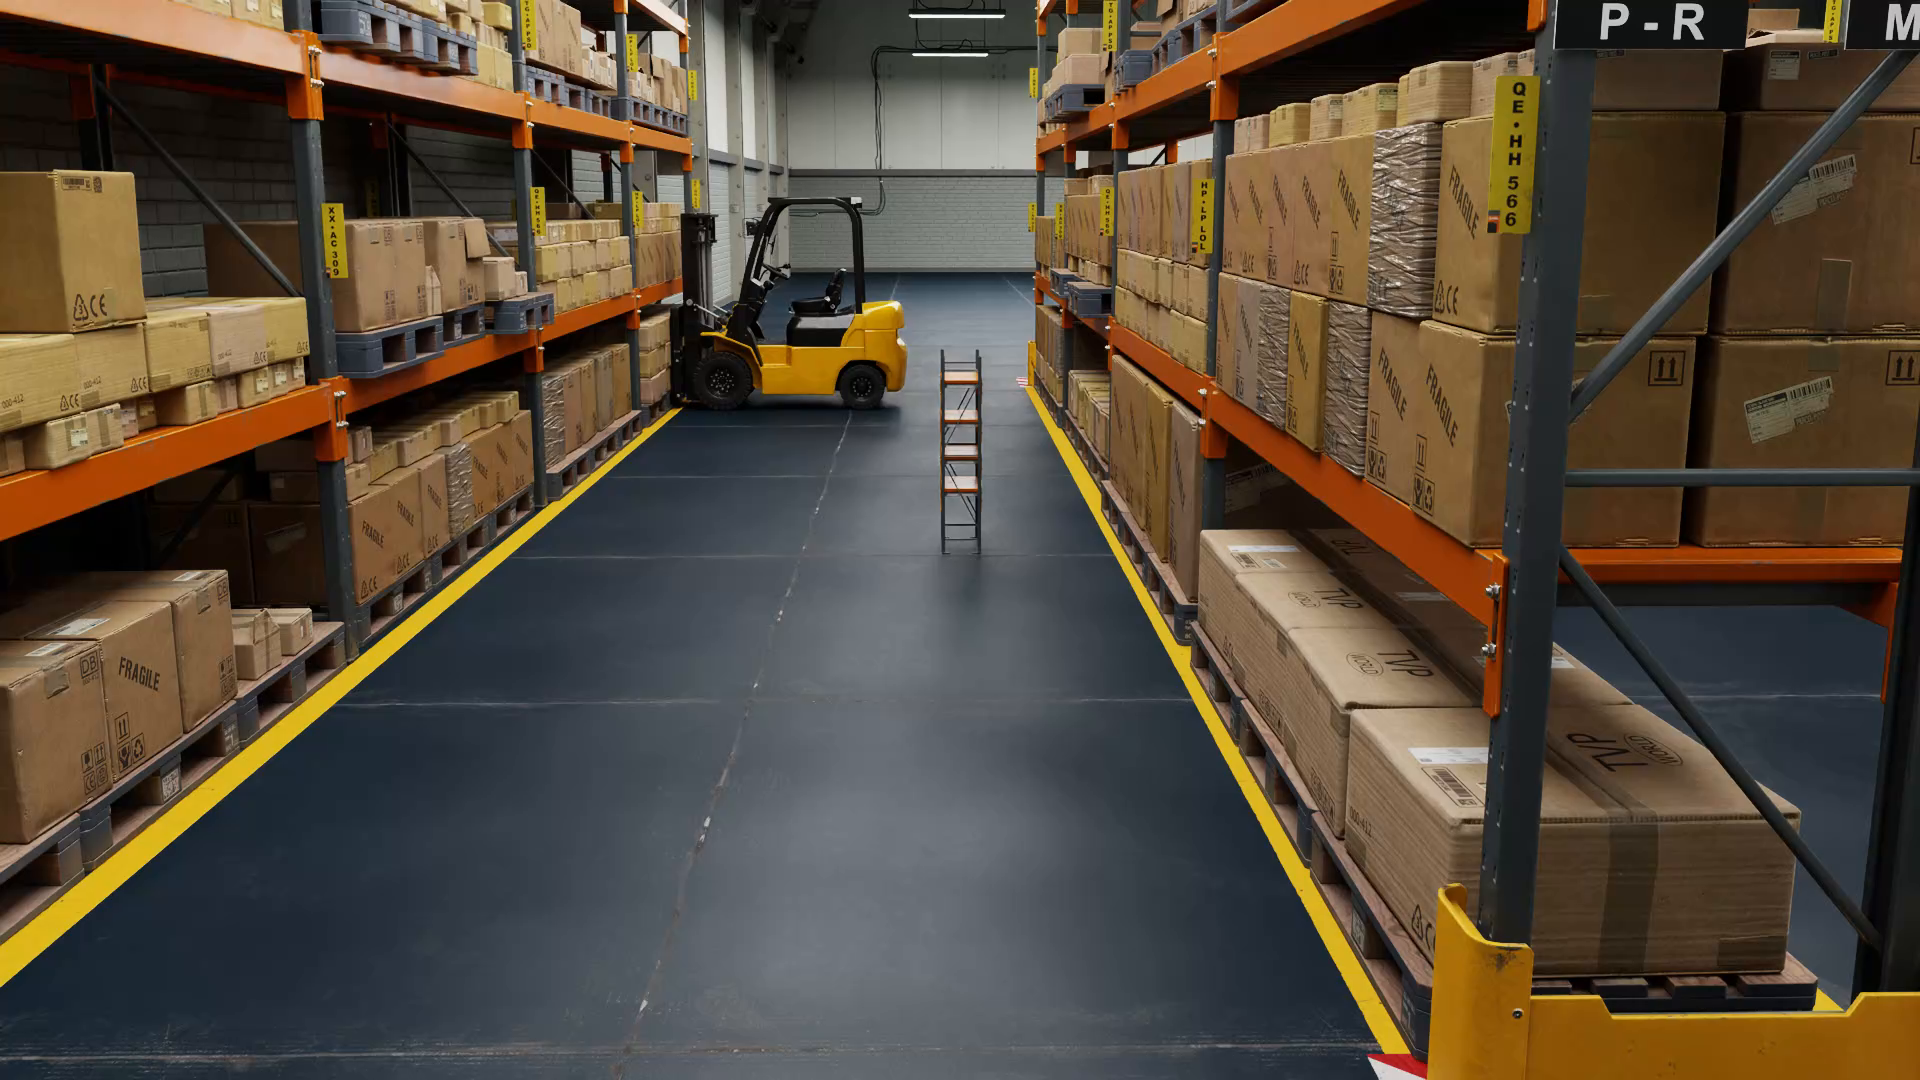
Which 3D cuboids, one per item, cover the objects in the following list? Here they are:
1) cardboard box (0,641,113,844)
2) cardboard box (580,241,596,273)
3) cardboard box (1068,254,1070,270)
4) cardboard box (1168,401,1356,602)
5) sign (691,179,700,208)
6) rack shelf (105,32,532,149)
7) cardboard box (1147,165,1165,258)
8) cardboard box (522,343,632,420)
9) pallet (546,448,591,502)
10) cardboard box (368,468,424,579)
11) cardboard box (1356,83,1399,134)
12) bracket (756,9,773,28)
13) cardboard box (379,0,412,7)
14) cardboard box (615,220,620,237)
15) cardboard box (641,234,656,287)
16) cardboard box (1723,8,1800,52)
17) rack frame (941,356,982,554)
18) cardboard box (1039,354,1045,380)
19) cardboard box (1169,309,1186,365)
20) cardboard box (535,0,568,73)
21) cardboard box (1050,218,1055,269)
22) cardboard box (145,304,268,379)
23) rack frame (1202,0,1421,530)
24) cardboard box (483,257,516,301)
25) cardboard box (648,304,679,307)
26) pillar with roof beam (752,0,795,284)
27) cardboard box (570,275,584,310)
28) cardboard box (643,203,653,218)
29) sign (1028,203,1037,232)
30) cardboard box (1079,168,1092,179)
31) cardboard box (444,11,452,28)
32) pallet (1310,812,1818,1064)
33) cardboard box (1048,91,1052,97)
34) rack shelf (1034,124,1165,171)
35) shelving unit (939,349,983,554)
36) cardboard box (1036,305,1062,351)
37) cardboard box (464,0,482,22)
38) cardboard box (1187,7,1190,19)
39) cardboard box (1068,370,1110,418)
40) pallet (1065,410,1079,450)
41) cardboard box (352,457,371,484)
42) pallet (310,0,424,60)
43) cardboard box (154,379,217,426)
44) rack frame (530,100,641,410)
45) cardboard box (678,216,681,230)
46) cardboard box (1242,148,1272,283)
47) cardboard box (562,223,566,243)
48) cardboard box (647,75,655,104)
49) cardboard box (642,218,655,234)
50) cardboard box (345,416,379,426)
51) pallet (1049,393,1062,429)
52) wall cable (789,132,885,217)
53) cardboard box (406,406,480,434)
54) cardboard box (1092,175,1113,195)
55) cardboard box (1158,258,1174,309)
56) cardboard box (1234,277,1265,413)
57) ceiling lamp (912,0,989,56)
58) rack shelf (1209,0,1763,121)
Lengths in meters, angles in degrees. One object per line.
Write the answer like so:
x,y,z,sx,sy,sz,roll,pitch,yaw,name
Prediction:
-3.143,0.619,5.195,0.700,0.500,0.500,0,11,1,cardboard box
-3.214,-2.264,13.297,0.500,0.250,0.500,0,11,0,cardboard box
1.164,-2.486,14.846,0.380,0.149,0.250,0,11,0,cardboard box
1.541,-0.212,8.348,0.875,0.875,0.875,0,11,1,cardboard box
-3.034,-3.972,19.085,0.100,0.325,0.005,0,11,-1,sign
-3.370,-2.419,9.201,1.077,0.370,4.000,0,11,-1,rack shelf
1.339,-1.858,9.407,0.500,0.500,0.500,0,11,0,cardboard box
-3.472,-1.432,14.990,0.875,0.625,0.625,0,11,1,cardboard box
-3.389,-0.496,12.472,1.003,0.211,1.213,0,11,-1,pallet
-3.135,-0.087,8.675,0.500,0.500,0.500,0,11,-2,cardboard box
1.428,-1.310,5.076,0.380,0.149,0.250,0,11,0,cardboard box
-4.543,-12.029,38.163,0.076,0.066,4.783,0,11,-1,bracket
-2.931,-2.718,8.194,0.380,0.149,0.250,0,11,0,cardboard box
-3.265,-2.794,14.902,0.380,0.149,0.250,0,11,1,cardboard box
-3.270,-2.736,16.247,0.500,0.500,0.500,0,11,0,cardboard box
6.182,-3.878,13.029,0.500,0.500,0.500,0,11,-1,cardboard box
0.008,-0.507,10.039,0.240,1.200,0.015,0,11,-1,rack frame
1.129,-1.905,18.266,0.500,0.250,0.500,0,11,1,cardboard box
1.363,-1.041,8.521,0.500,0.250,0.500,0,11,-2,cardboard box
-3.293,-3.717,12.235,0.700,0.500,0.500,0,11,-2,cardboard box
1.178,-3.002,16.815,0.500,0.500,0.500,0,11,0,cardboard box
-3.049,-0.776,6.469,0.500,0.250,0.500,0,11,-1,cardboard box
1.634,-0.925,7.573,1.000,3.000,0.127,0,11,-1,rack frame
-3.066,-1.623,10.334,0.500,0.250,0.500,-1,11,-4,cardboard box
-3.255,-2.547,18.914,0.500,0.250,0.500,0,11,1,cardboard box
-0.655,-10.875,41.532,9.100,9.000,0.548,0,11,-1,pillar with roof beam
-3.199,-1.917,12.840,0.500,0.250,0.500,-1,11,-3,cardboard box
-3.217,-3.225,16.280,0.380,0.149,0.250,0,11,0,cardboard box
0.843,-3.732,19.233,0.100,0.325,0.005,0,11,-1,sign
1.603,-3.593,17.210,0.700,0.500,0.500,0,11,-2,cardboard box
-3.194,-3.018,9.722,0.380,0.149,0.250,0,11,-1,cardboard box
1.622,1.078,4.712,1.003,0.211,1.213,0,11,-1,pallet
1.157,-4.447,17.018,0.500,0.250,0.500,0,11,0,cardboard box
1.427,-4.030,17.144,1.077,0.370,4.000,0,11,-1,rack shelf
0.003,-0.555,10.278,0.258,1.200,0.503,0,11,-1,shelving unit
1.127,-2.370,18.668,0.500,0.500,0.500,-1,11,-3,cardboard box
-3.153,-3.264,10.185,0.380,0.149,0.250,-1,11,-3,cardboard box
1.445,-2.861,9.106,0.380,0.166,0.250,1,11,4,cardboard box
1.482,-1.329,15.117,0.950,0.372,0.625,0,11,0,cardboard box
1.486,-0.994,14.926,1.003,0.211,1.213,0,11,-1,pallet
-3.153,-0.329,8.237,0.380,0.149,0.250,-1,11,-3,cardboard box
-3.272,-2.411,7.829,1.213,0.211,1.003,0,11,-1,pallet
-3.001,-0.512,6.170,0.380,0.149,0.250,0,11,-2,cardboard box
-3.494,-2.494,15.307,1.000,3.000,0.127,0,11,-1,rack frame
-3.254,-3.537,18.568,0.380,0.149,0.250,0,11,0,cardboard box
1.406,-1.268,6.497,0.500,0.500,0.500,0,11,-2,cardboard box
-3.214,-2.336,12.646,0.380,0.149,0.250,0,11,-1,cardboard box
-3.221,-4.449,16.431,0.396,0.266,0.258,-1,11,-2,cardboard box
-3.209,-3.078,16.302,0.380,0.149,0.250,0,11,0,cardboard box
-3.632,-0.636,9.747,0.380,0.149,0.250,0,11,-1,cardboard box
1.419,-1.282,16.346,1.003,0.211,1.213,0,11,-1,pallet
-3.822,-11.120,50.546,3.097,2.526,0.112,0,11,-1,wall cable
-3.190,-0.741,10.266,0.380,0.149,0.250,0,11,1,cardboard box
1.235,-2.762,12.943,0.380,0.149,0.250,-1,11,-4,cardboard box
1.347,-1.385,8.962,0.500,0.250,0.500,0,11,0,cardboard box
1.388,-0.779,6.604,0.500,0.500,0.500,0,11,-1,cardboard box
-0.255,-14.162,43.054,2.000,3.185,0.800,0,11,-1,ceiling lamp
1.675,-1.645,5.386,1.077,0.370,4.000,0,11,-1,rack shelf
